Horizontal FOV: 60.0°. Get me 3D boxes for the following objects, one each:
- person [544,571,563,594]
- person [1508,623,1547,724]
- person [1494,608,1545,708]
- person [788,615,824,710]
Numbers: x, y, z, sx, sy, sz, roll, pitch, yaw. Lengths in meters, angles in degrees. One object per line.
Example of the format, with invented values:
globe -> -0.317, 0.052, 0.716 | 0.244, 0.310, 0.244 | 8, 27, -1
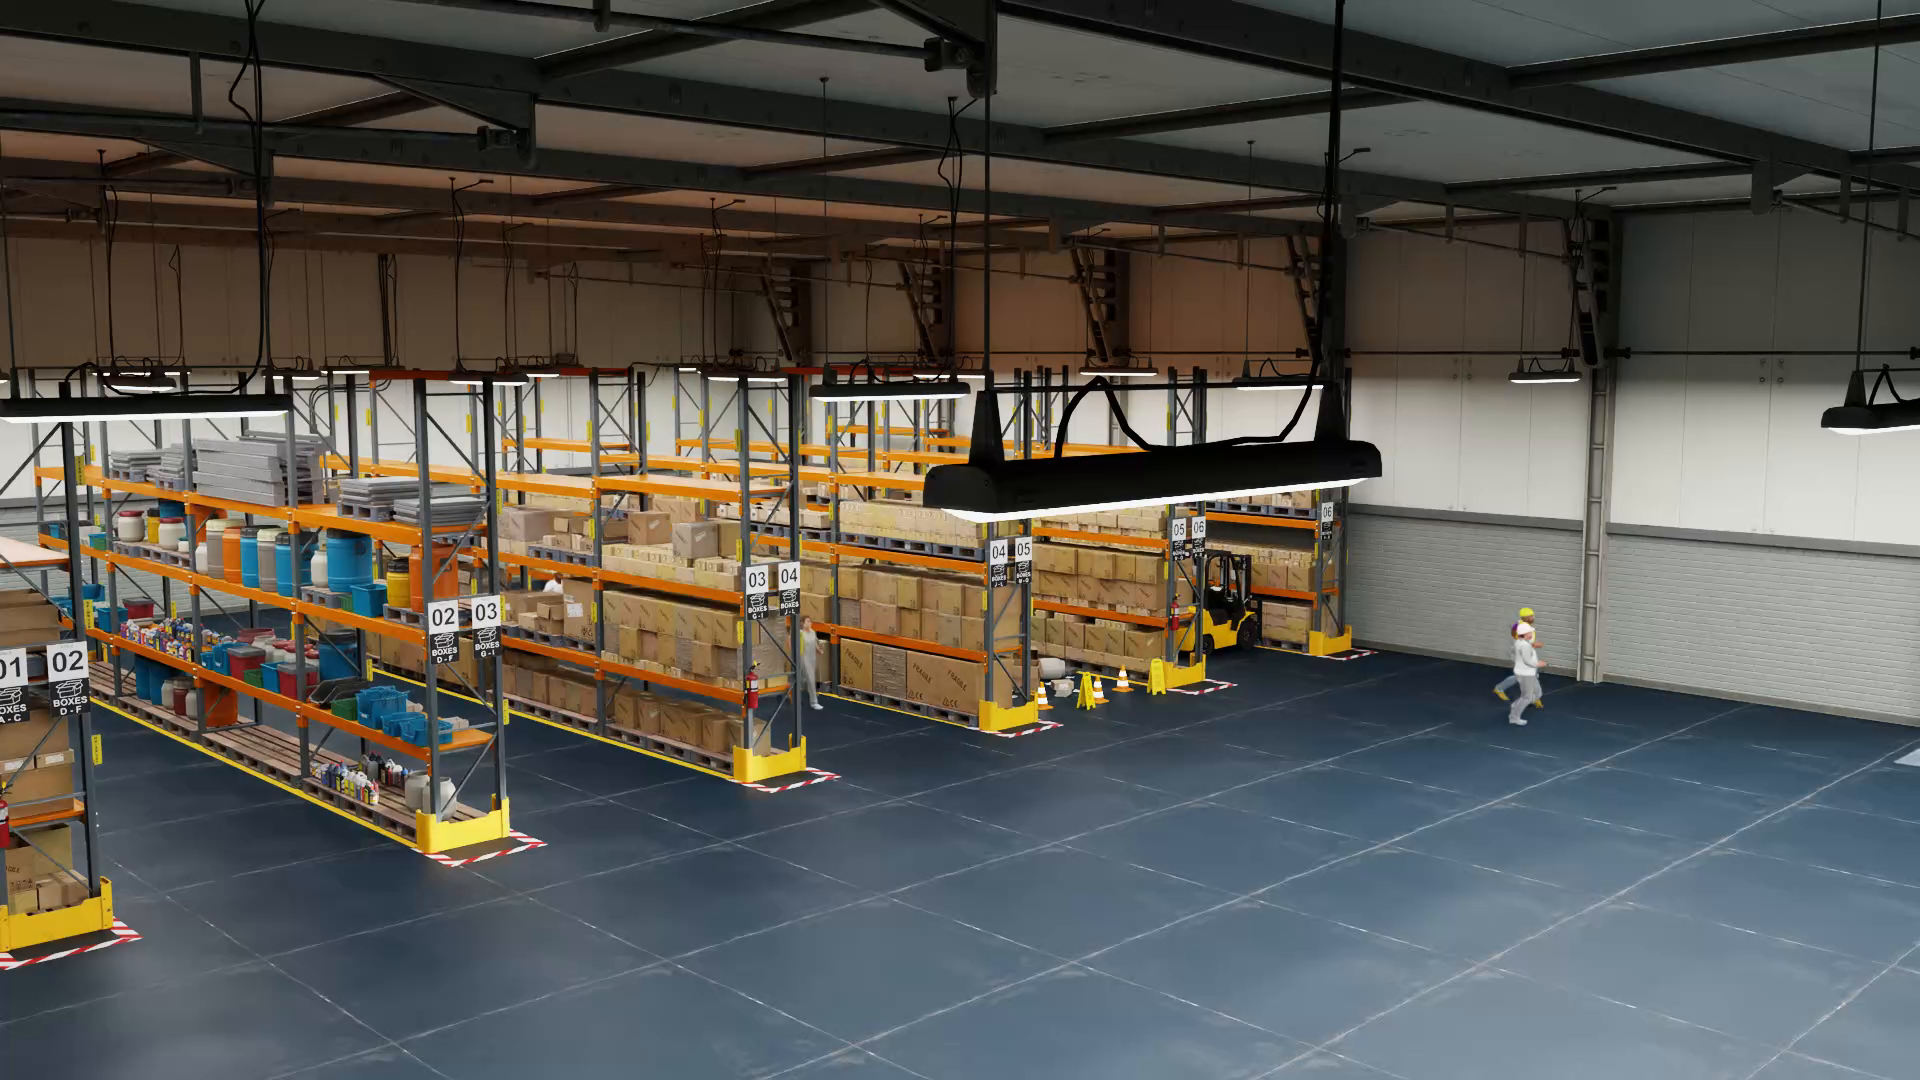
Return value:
person -> -8.581, 1.446, 35.604 | 0.633, 1.737, 0.700 | 6, 9, 41
person -> 9.665, 2.273, 28.288 | 0.603, 1.732, 0.643 | 1, 7, 12
person -> 10.047, 2.114, 29.774 | 0.911, 1.828, 0.729 | 3, 7, 27
person -> -2.767, 2.165, 29.753 | 0.867, 1.667, 0.567 | 6, 9, 43
